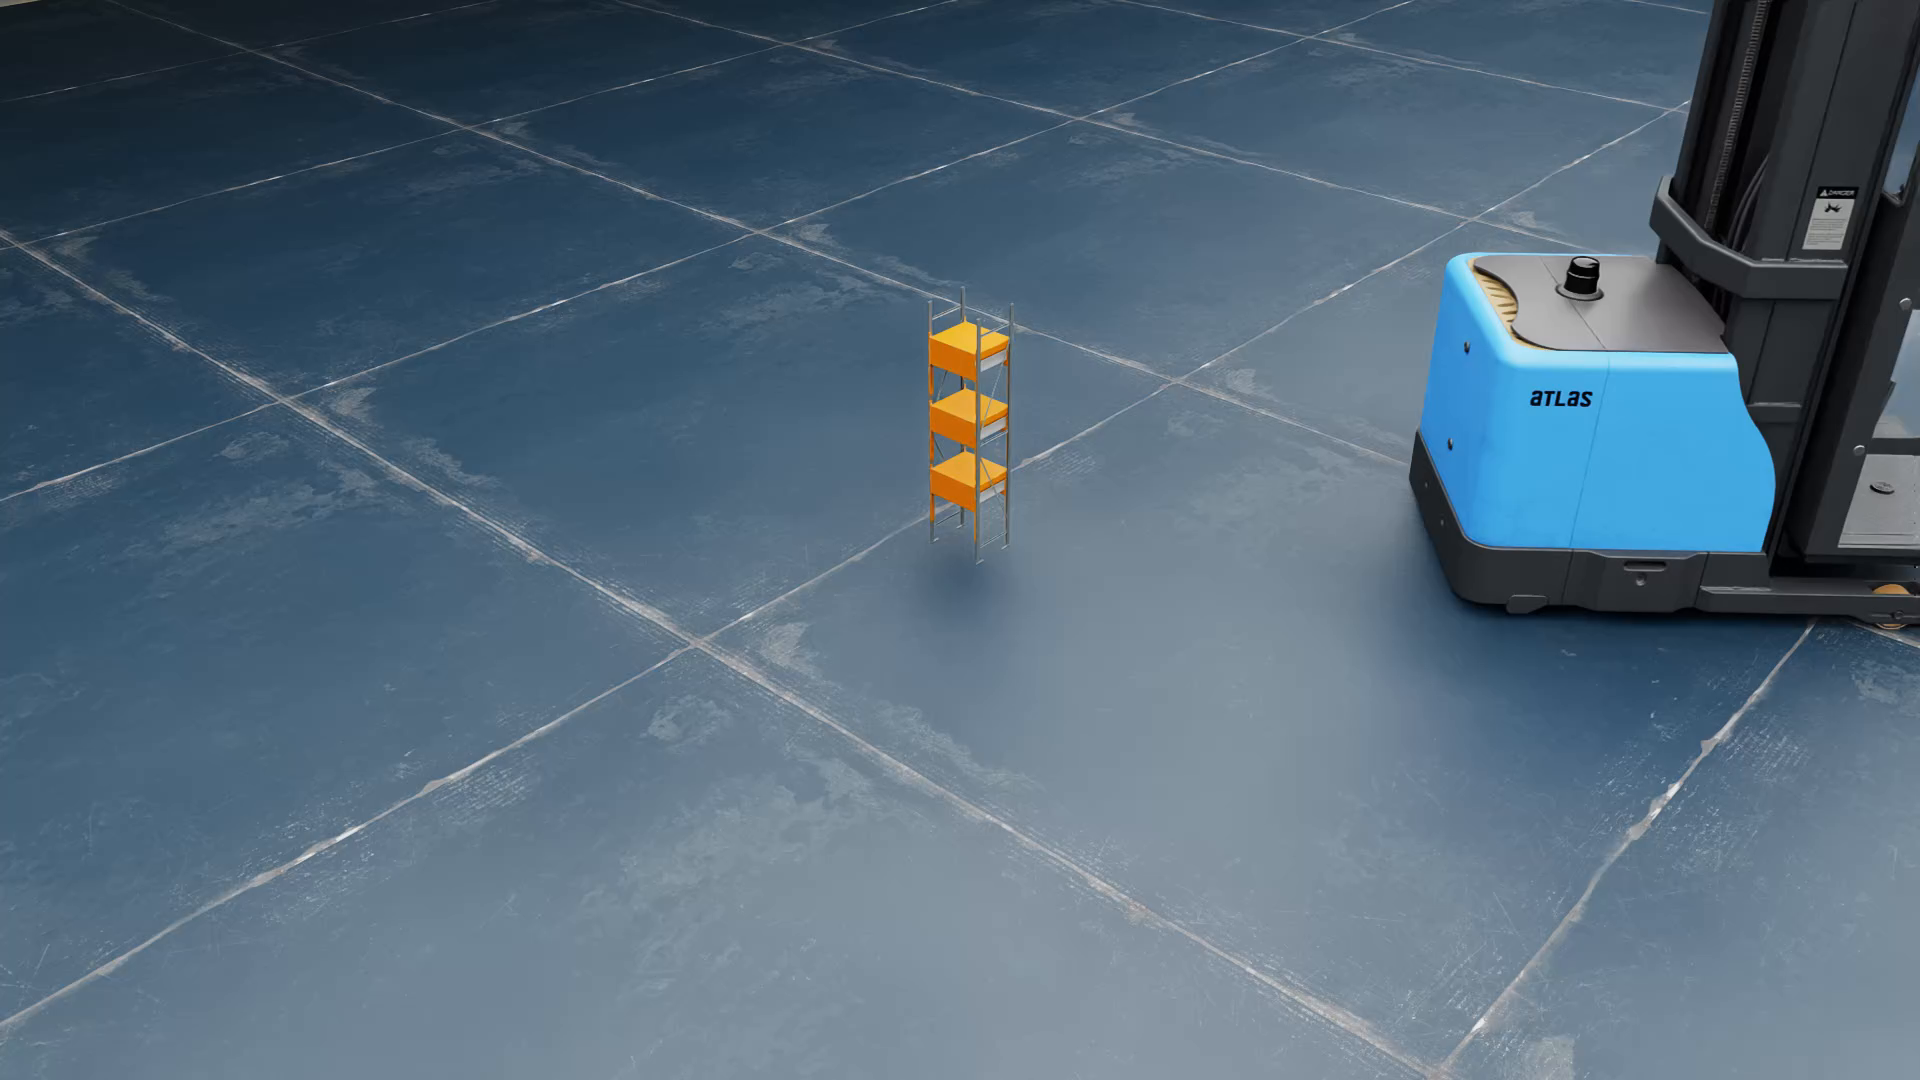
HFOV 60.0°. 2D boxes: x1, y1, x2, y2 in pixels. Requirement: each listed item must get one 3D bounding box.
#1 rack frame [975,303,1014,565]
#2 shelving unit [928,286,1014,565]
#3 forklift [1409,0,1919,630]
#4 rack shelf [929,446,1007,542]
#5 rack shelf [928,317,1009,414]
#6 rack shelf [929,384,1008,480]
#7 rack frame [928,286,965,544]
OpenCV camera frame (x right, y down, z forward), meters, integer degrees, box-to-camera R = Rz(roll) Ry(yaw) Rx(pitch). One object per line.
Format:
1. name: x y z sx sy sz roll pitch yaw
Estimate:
1. rack frame: 0.130 -0.389 6.378 0.008 1.050 0.200 25 39 35
2. shelving unit: 0.040 -0.431 6.448 0.252 1.050 0.215 25 39 35
3. forklift: 3.395 -1.199 5.900 3.031 2.935 1.130 1 31 2
4. rack shelf: 0.040 -0.184 6.597 0.240 0.259 0.215 25 39 35
5. rack shelf: 0.040 -0.665 6.308 0.240 0.259 0.215 25 39 35
6. rack shelf: 0.040 -0.422 6.454 0.240 0.259 0.215 25 39 35
7. rack frame: -0.051 -0.473 6.519 0.008 1.050 0.200 25 39 35
